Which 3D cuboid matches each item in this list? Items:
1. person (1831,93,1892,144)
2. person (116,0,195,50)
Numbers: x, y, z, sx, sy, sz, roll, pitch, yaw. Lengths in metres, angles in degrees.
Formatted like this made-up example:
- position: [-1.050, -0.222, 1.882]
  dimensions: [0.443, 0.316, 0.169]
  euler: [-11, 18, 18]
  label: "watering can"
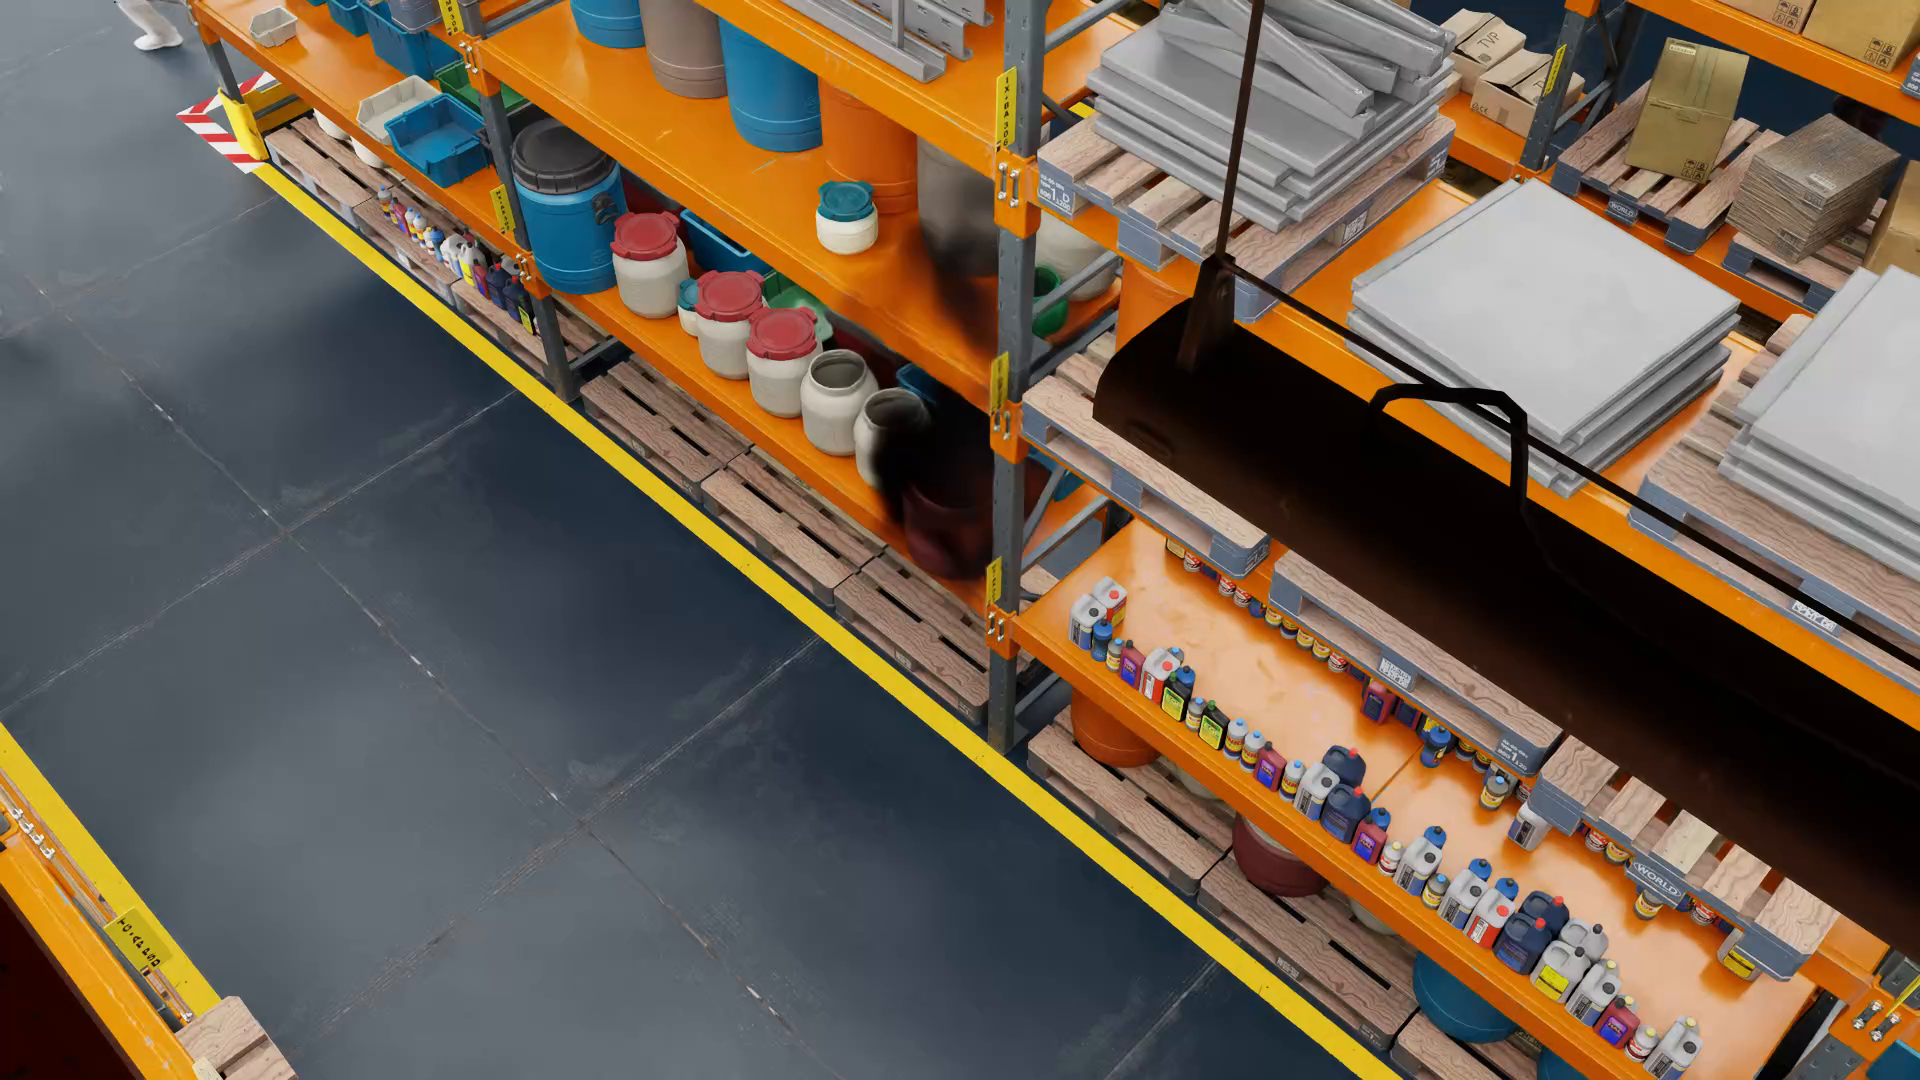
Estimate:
- position: [6.684, -3.317, 12.056]
  dimensions: [0.677, 1.708, 0.661]
  euler: [29, 56, 22]
  label: "person"
- position: [-6.519, -4.681, 13.196]
  dimensions: [0.675, 1.727, 0.704]
  euler: [-7, 50, -6]
  label: "person"
